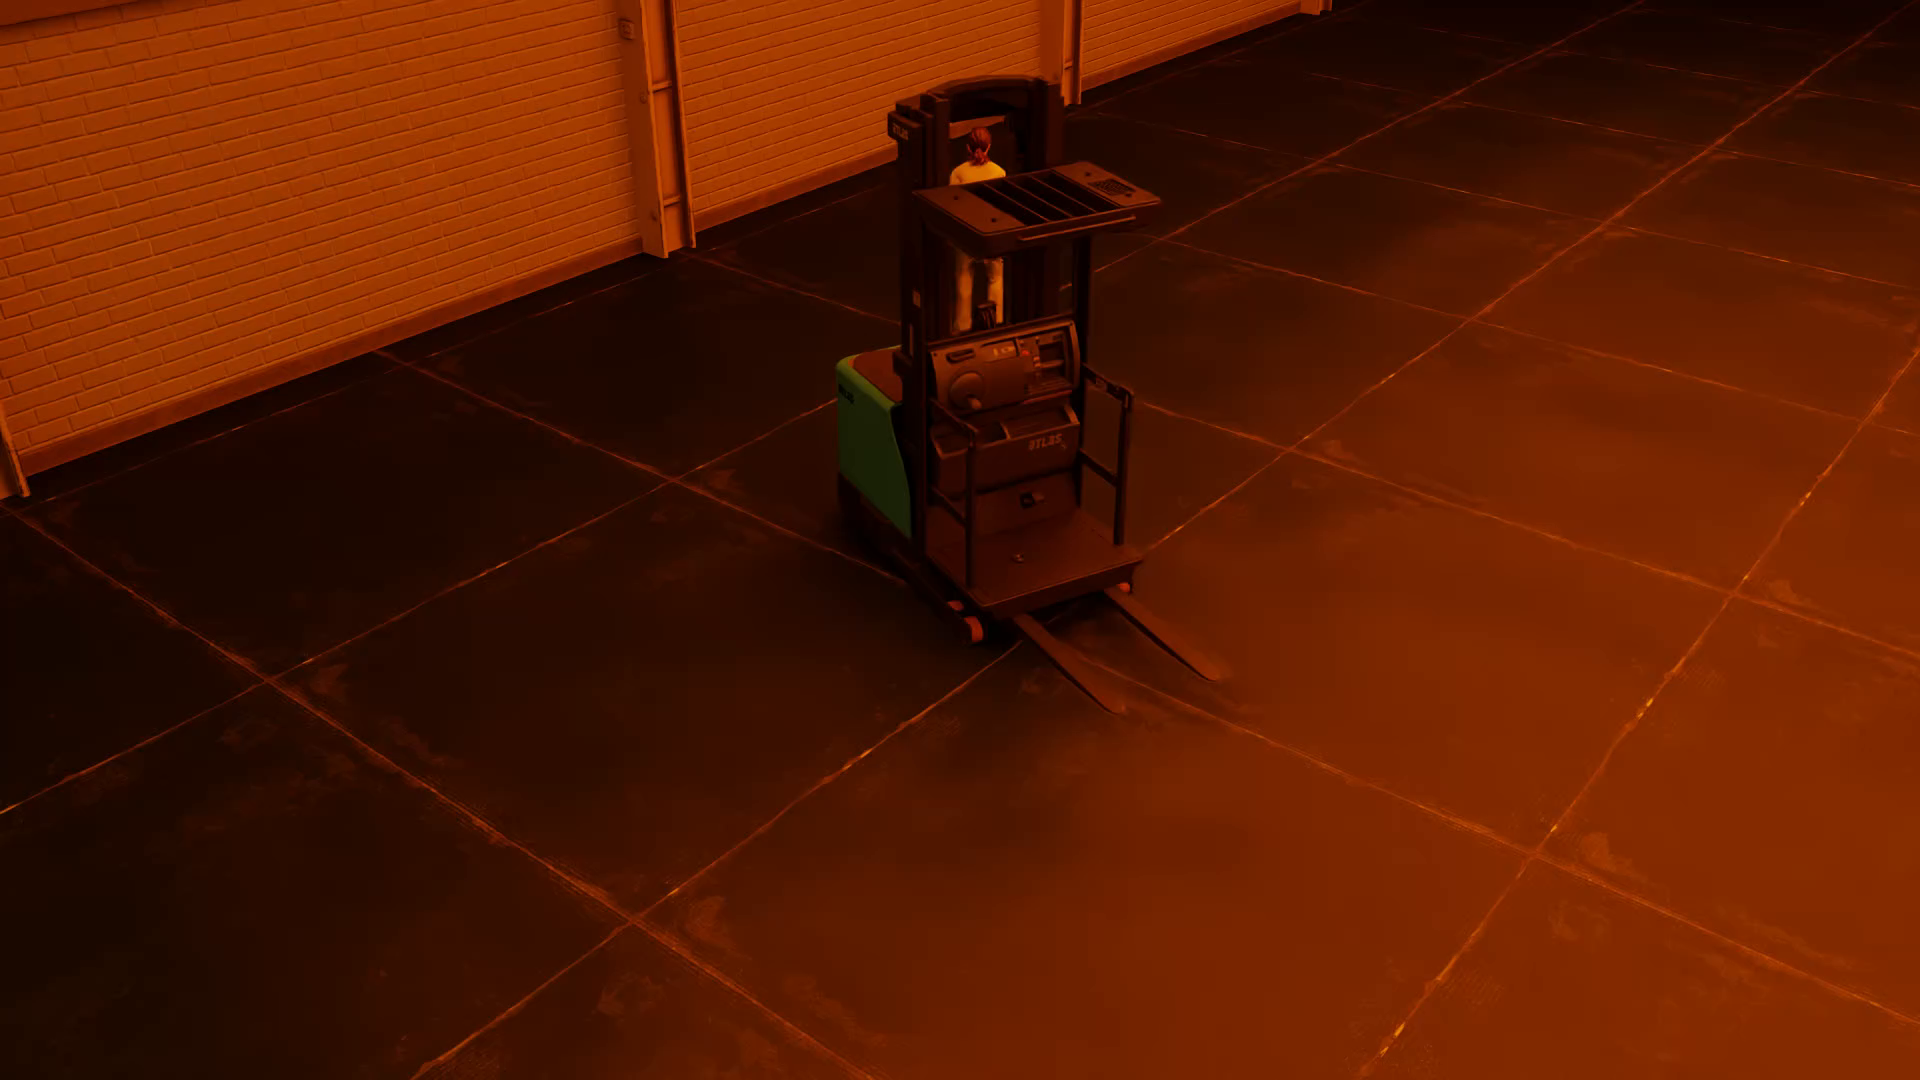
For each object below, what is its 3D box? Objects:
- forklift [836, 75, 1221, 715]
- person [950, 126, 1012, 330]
[{"bbox_3d":[0.366,-0.929,9.185,1.130,2.935,3.031,-15,34,-25],"label":"forklift"},{"bbox_3d":[0.154,-2.379,12.926,0.497,1.677,0.391,2,30,3],"label":"person"}]
